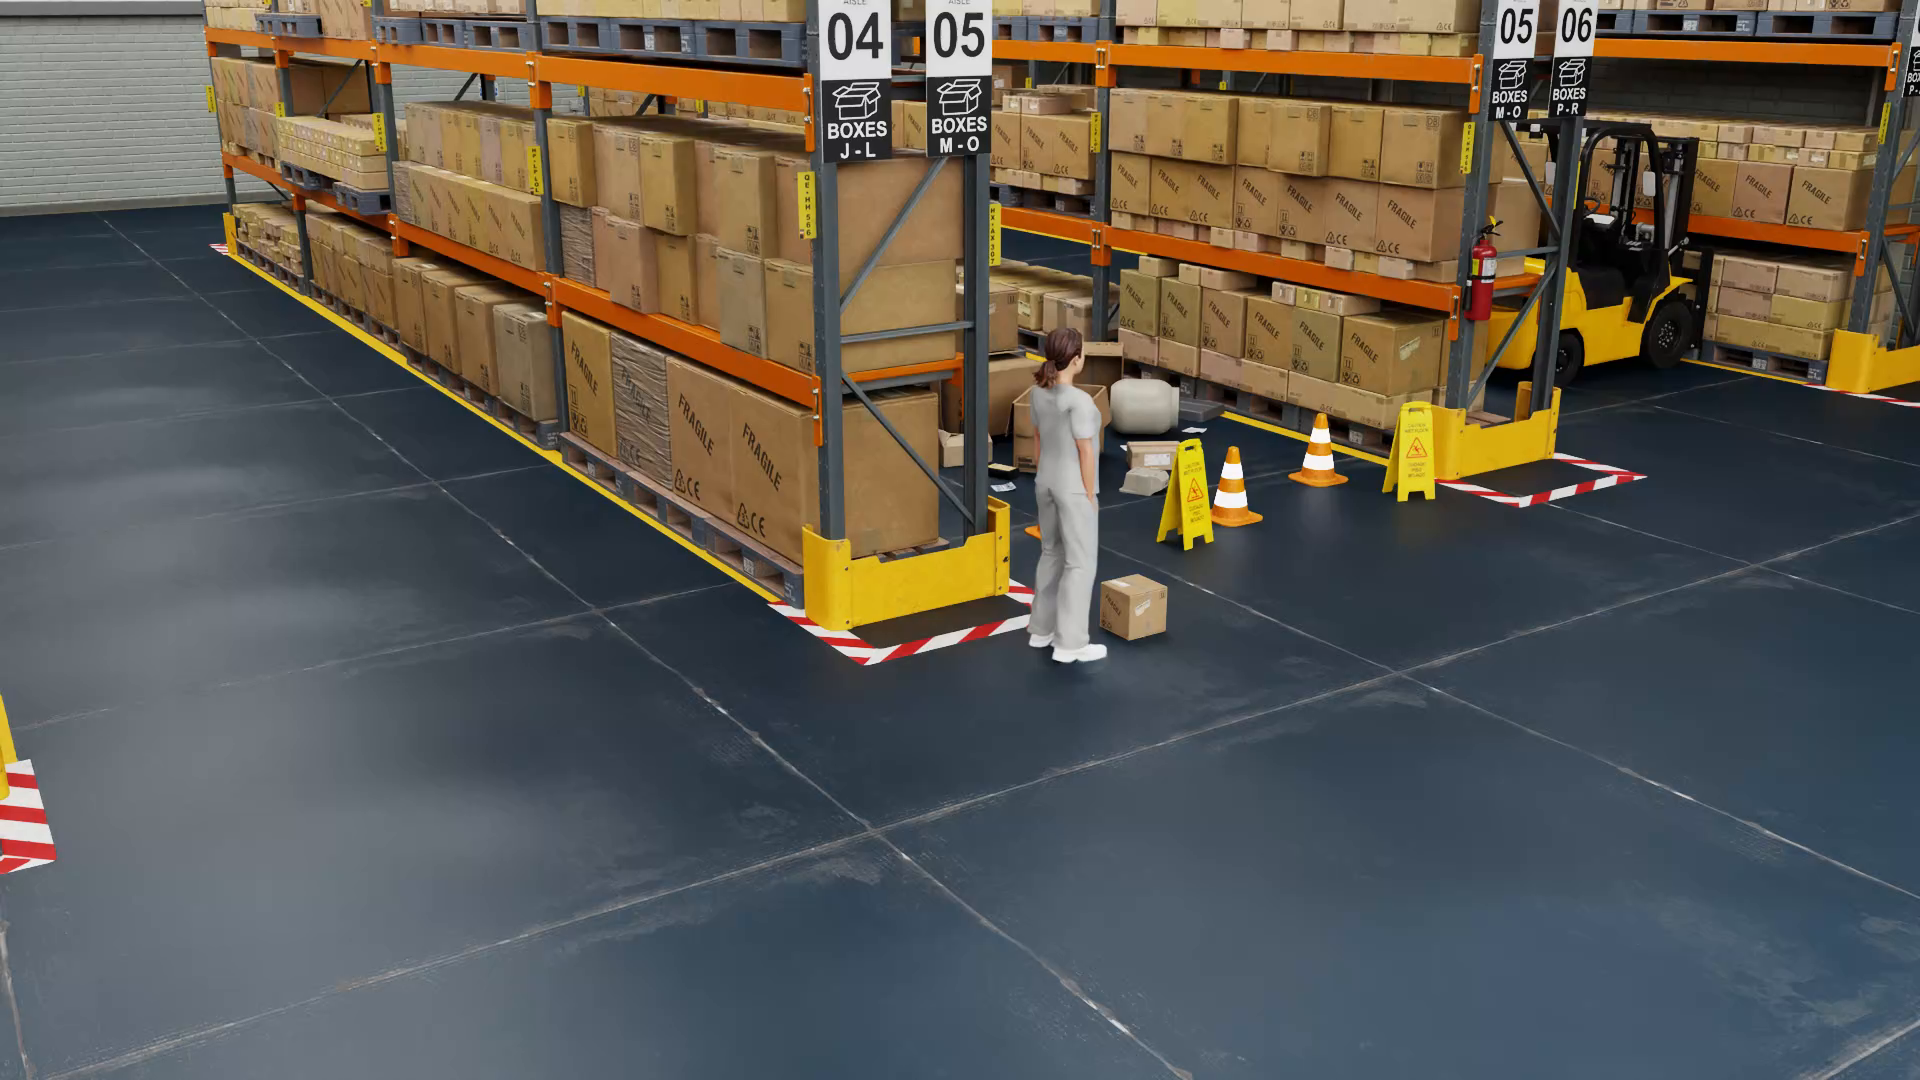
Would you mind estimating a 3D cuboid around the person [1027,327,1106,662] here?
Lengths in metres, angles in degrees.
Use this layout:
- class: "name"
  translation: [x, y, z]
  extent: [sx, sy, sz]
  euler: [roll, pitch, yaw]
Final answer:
- class: "person"
  translation: [0.517, -0.230, 8.292]
  extent: [0.363, 1.677, 0.437]
  euler: [-13, 22, -34]
